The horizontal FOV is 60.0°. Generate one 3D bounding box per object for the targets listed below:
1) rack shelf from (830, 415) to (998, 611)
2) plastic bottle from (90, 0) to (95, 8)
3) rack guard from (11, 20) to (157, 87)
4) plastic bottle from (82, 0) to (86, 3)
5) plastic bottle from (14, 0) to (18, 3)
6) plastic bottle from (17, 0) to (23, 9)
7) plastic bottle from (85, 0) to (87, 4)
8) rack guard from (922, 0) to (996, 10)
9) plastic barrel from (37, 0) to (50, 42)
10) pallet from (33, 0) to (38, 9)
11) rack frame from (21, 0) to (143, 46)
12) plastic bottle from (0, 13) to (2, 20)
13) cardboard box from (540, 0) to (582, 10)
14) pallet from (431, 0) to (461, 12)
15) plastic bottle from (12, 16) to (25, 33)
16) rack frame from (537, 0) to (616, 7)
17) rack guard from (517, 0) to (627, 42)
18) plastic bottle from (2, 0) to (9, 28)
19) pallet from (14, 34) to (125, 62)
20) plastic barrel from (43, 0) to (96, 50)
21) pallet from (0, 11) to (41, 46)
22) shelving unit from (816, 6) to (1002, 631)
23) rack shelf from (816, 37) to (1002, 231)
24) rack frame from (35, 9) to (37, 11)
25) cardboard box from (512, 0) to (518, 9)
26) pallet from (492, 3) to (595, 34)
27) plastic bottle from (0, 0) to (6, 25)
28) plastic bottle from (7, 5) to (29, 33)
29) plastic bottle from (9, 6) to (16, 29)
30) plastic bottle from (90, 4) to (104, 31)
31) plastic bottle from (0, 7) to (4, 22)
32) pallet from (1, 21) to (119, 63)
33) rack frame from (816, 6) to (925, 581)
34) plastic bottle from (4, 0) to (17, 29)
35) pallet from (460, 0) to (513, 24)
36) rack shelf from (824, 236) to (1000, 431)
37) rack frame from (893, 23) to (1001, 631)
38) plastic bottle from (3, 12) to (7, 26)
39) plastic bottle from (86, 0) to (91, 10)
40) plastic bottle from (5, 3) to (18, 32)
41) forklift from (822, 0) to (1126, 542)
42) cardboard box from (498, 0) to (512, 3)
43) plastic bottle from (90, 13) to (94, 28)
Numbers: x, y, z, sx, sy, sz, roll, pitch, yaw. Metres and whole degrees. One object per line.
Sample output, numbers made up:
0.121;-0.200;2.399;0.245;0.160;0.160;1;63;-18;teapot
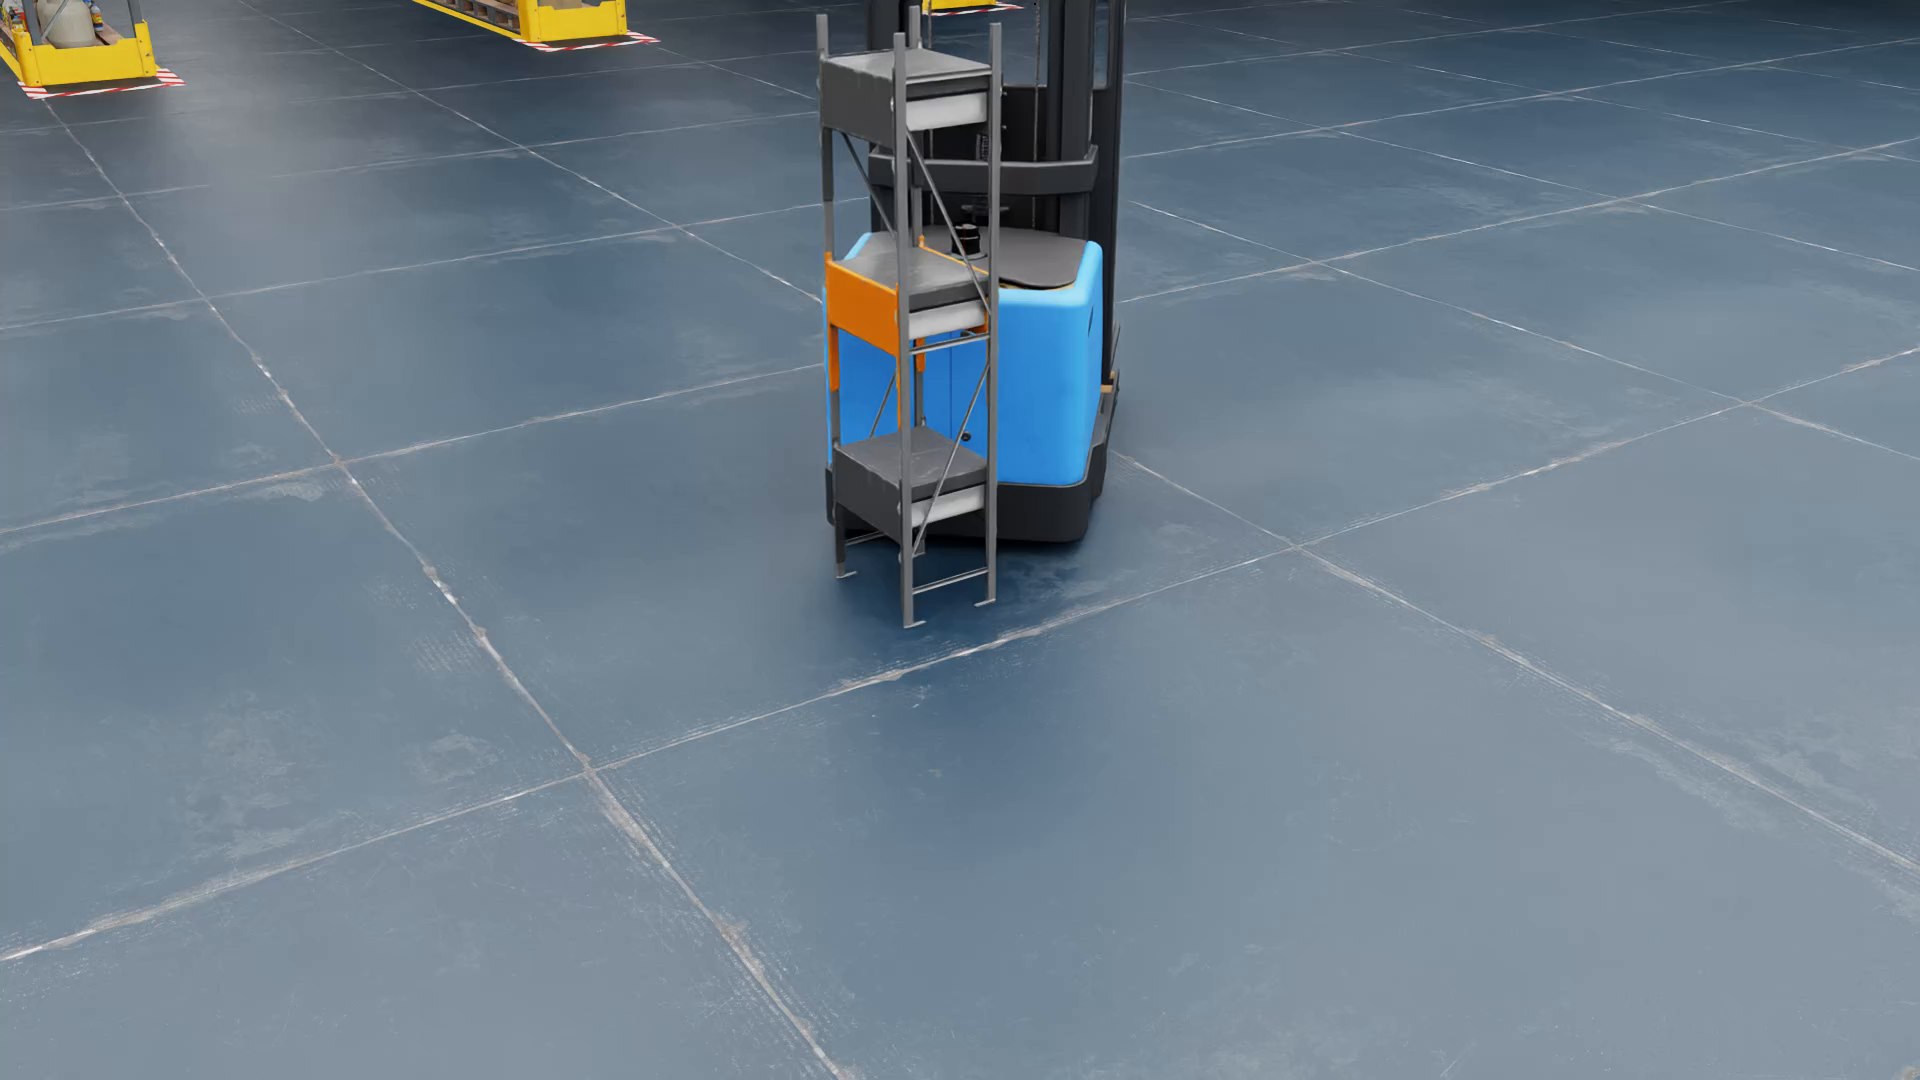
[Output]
-0.173;-0.111;6.196;0.431;0.518;0.480;-16;30;-30;rack shelf
-9.309;-5.660;17.891;0.061;0.283;0.133;-15;29;-29;plastic bottle
-8.553;-4.768;16.265;1.175;0.500;0.348;-16;29;-30;rack guard
-9.553;-5.800;18.202;0.097;0.271;0.097;0;25;0;plastic bottle
-10.382;-5.869;18.350;0.097;0.271;0.097;0;25;0;plastic bottle
-10.117;-5.719;18.026;0.152;0.276;0.135;-16;29;-30;plastic bottle
-9.442;-5.727;18.049;0.097;0.271;0.097;0;25;0;plastic bottle
-0.098;-7.018;21.030;1.175;0.500;0.348;-16;29;-30;rack guard
-9.169;-5.344;16.980;0.421;0.512;0.421;0;25;0;plastic barrel
-11.117;-6.324;19.899;1.003;0.211;1.213;-16;29;-30;pallet
-8.472;-5.883;15.697;1.000;3.000;0.127;-16;29;-30;rack frame
-10.563;-5.929;18.383;0.144;0.351;0.185;-15;29;-28;plastic bottle
-4.649;-6.324;19.068;0.500;0.500;0.500;-10;27;-20;cardboard box
-6.110;-6.975;21.277;1.003;0.211;1.213;-16;29;-30;pallet
-9.842;-5.371;17.376;0.097;0.201;0.097;0;25;0;plastic bottle
-4.322;-7.037;18.142;1.000;3.000;0.127;-16;29;-30;rack frame
-4.364;-5.934;18.734;1.175;0.500;0.348;-16;29;-30;rack guard
-10.228;-5.709;17.918;0.144;0.351;0.185;-16;30;-30;plastic bottle
-8.992;-4.930;16.945;1.003;0.211;1.213;-16;29;-30;pallet
-8.895;-5.165;16.600;0.421;0.512;0.421;0;25;0;plastic barrel
-10.324;-5.802;18.794;1.003;0.211;1.213;-16;29;-30;pallet
-0.173;-0.756;5.892;0.431;2.100;0.503;-16;30;-30;shelving unit
-0.173;-1.377;5.599;0.431;0.518;0.480;-16;30;-30;rack shelf
-10.656;-7.313;18.728;1.000;3.000;0.127;-16;29;-30;rack frame
-5.004;-6.529;19.504;0.500;0.500;0.500;-8;26;-16;cardboard box
-4.778;-6.102;19.428;1.003;0.211;1.213;-16;29;-30;pallet
-10.404;-5.762;18.109;0.061;0.283;0.133;-14;29;-27;plastic bottle
-9.957;-5.501;17.564;0.152;0.276;0.135;-15;29;-29;plastic bottle
-9.921;-5.445;17.438;0.061;0.283;0.133;-15;29;-28;plastic bottle
-9.201;-5.569;17.713;0.097;0.271;0.097;0;25;0;plastic bottle
-10.460;-5.861;18.240;0.144;0.351;0.185;-17;30;-32;plastic bottle
-9.654;-5.366;17.869;1.003;0.211;1.213;-16;29;-30;pallet
-0.309;-0.842;6.075;0.400;2.100;0.015;-16;30;-30;rack frame
-10.126;-5.643;17.777;0.144;0.351;0.185;-14;29;-27;plastic bottle
-5.439;-6.538;20.352;1.003;0.211;1.213;-16;29;-30;pallet
-0.173;-0.744;5.898;0.431;0.518;0.480;-16;30;-30;rack shelf
-0.037;-0.670;5.709;0.400;2.100;0.015;-16;30;-30;rack frame
-10.325;-5.687;18.046;0.097;0.201;0.097;0;25;0;plastic bottle
-9.388;-5.691;17.973;0.097;0.271;0.097;0;25;0;plastic bottle
-10.032;-5.551;17.670;0.152;0.276;0.135;-16;30;-31;plastic bottle
0.185;-1.917;7.377;1.130;2.935;3.031;4;26;8;forklift
-5.330;-6.758;19.988;0.500;0.500;0.500;-13;28;-25;cardboard box
-9.257;-5.574;17.807;0.097;0.201;0.097;0;25;0;plastic bottle
